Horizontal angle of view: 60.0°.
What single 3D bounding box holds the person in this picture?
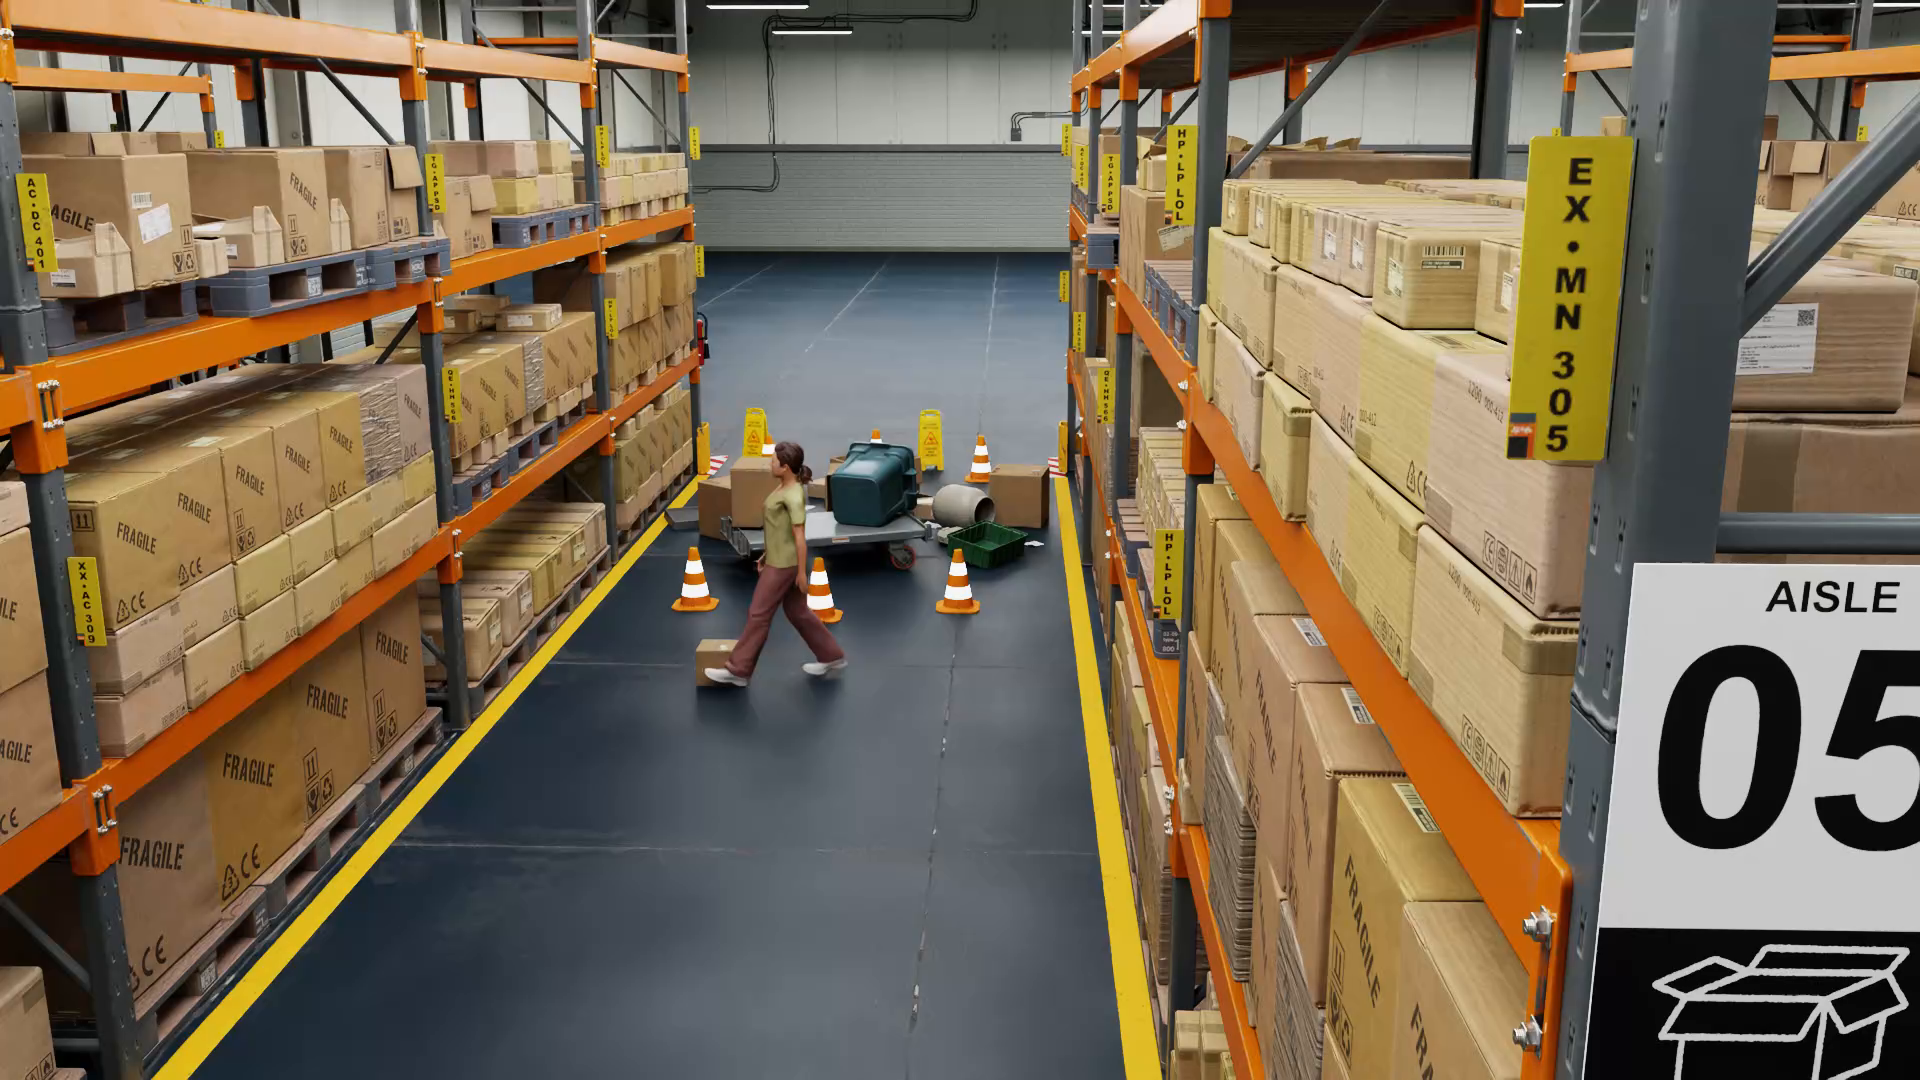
[{"bbox_3d":[-1.223,0.150,10.948,0.954,1.625,0.464,-1,14,-6],"label":"person"}]
